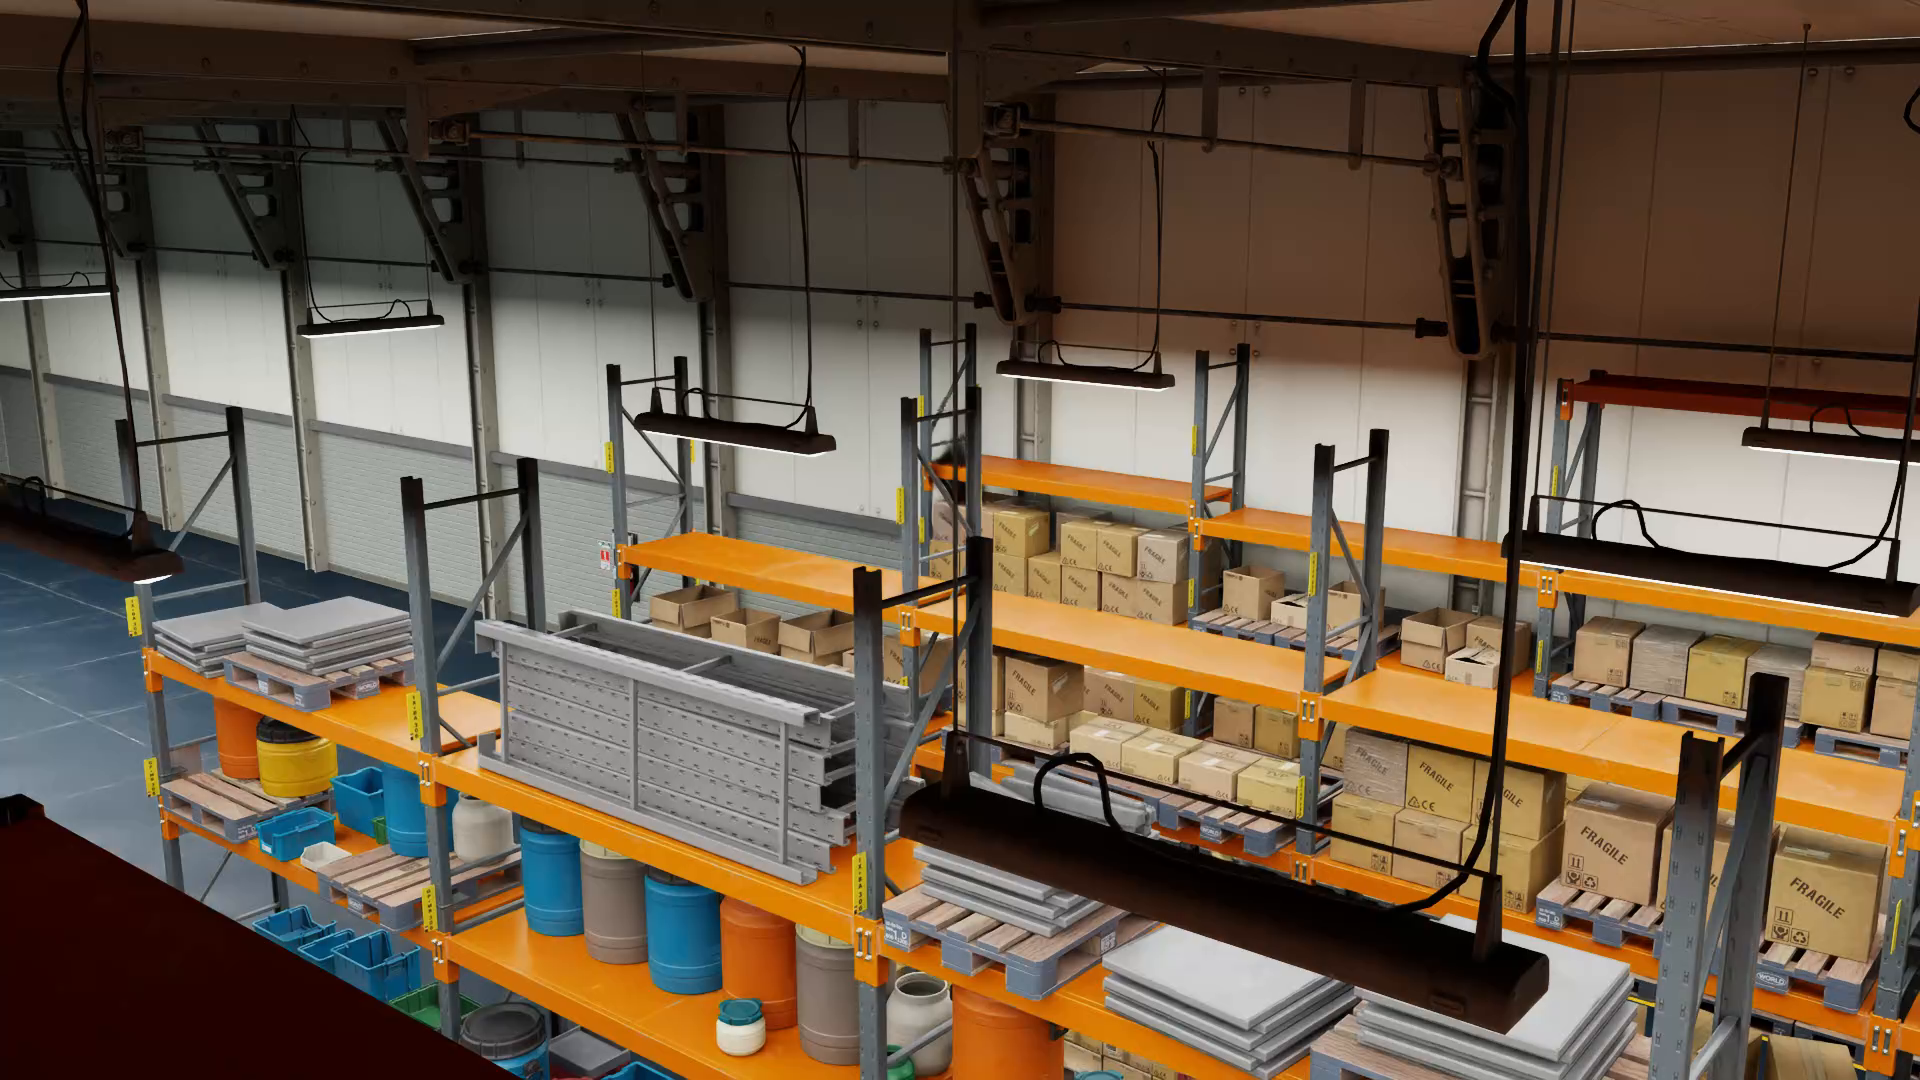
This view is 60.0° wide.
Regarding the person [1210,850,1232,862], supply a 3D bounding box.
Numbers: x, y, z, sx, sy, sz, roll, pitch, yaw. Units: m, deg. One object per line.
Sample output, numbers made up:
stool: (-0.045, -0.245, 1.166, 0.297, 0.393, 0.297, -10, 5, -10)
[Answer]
person: (2.524, 3.633, 16.388, 0.802, 1.713, 0.548, 10, 16, 38)
